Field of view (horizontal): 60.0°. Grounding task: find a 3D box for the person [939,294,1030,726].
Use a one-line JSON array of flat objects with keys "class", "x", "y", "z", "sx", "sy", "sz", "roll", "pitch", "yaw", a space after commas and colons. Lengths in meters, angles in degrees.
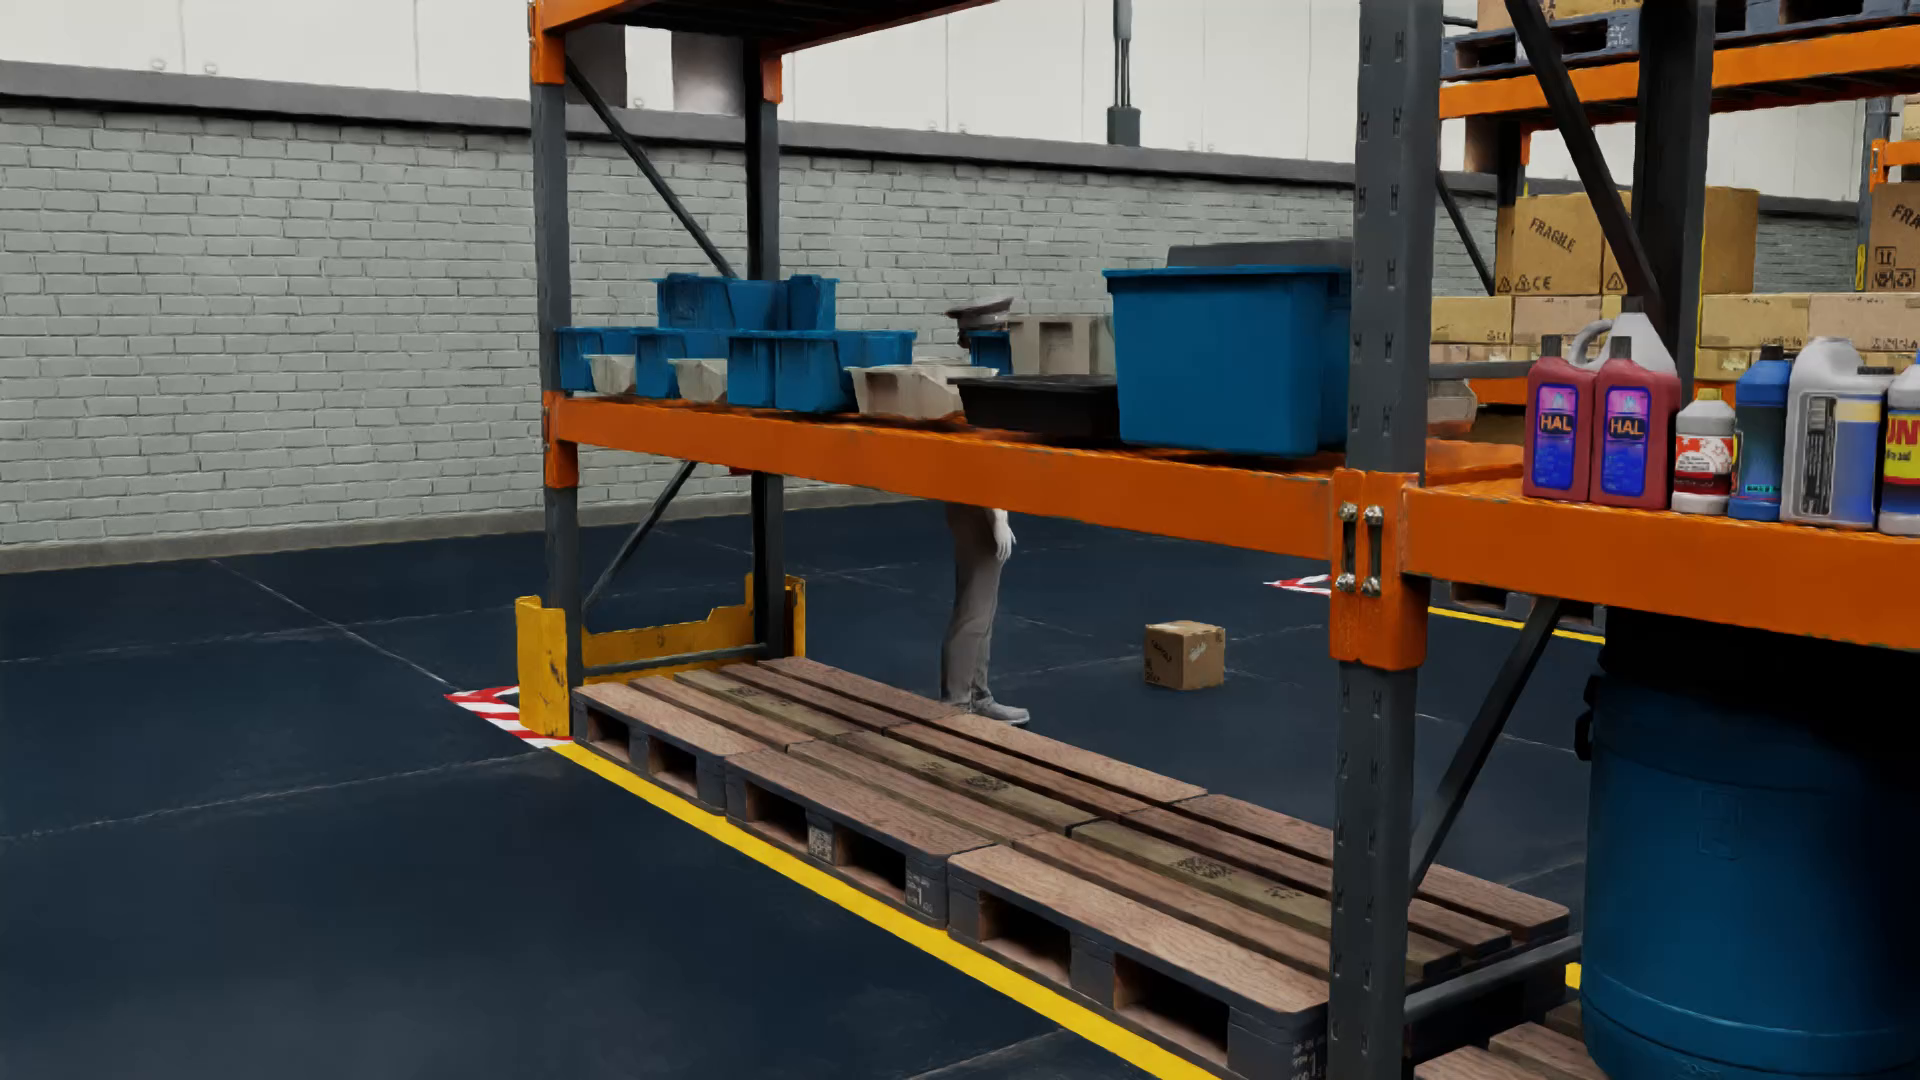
[{"class": "person", "x": 0.096, "y": -0.090, "z": 6.325, "sx": 0.380, "sy": 1.676, "sz": 0.567, "roll": -1, "pitch": 8, "yaw": -4}]
